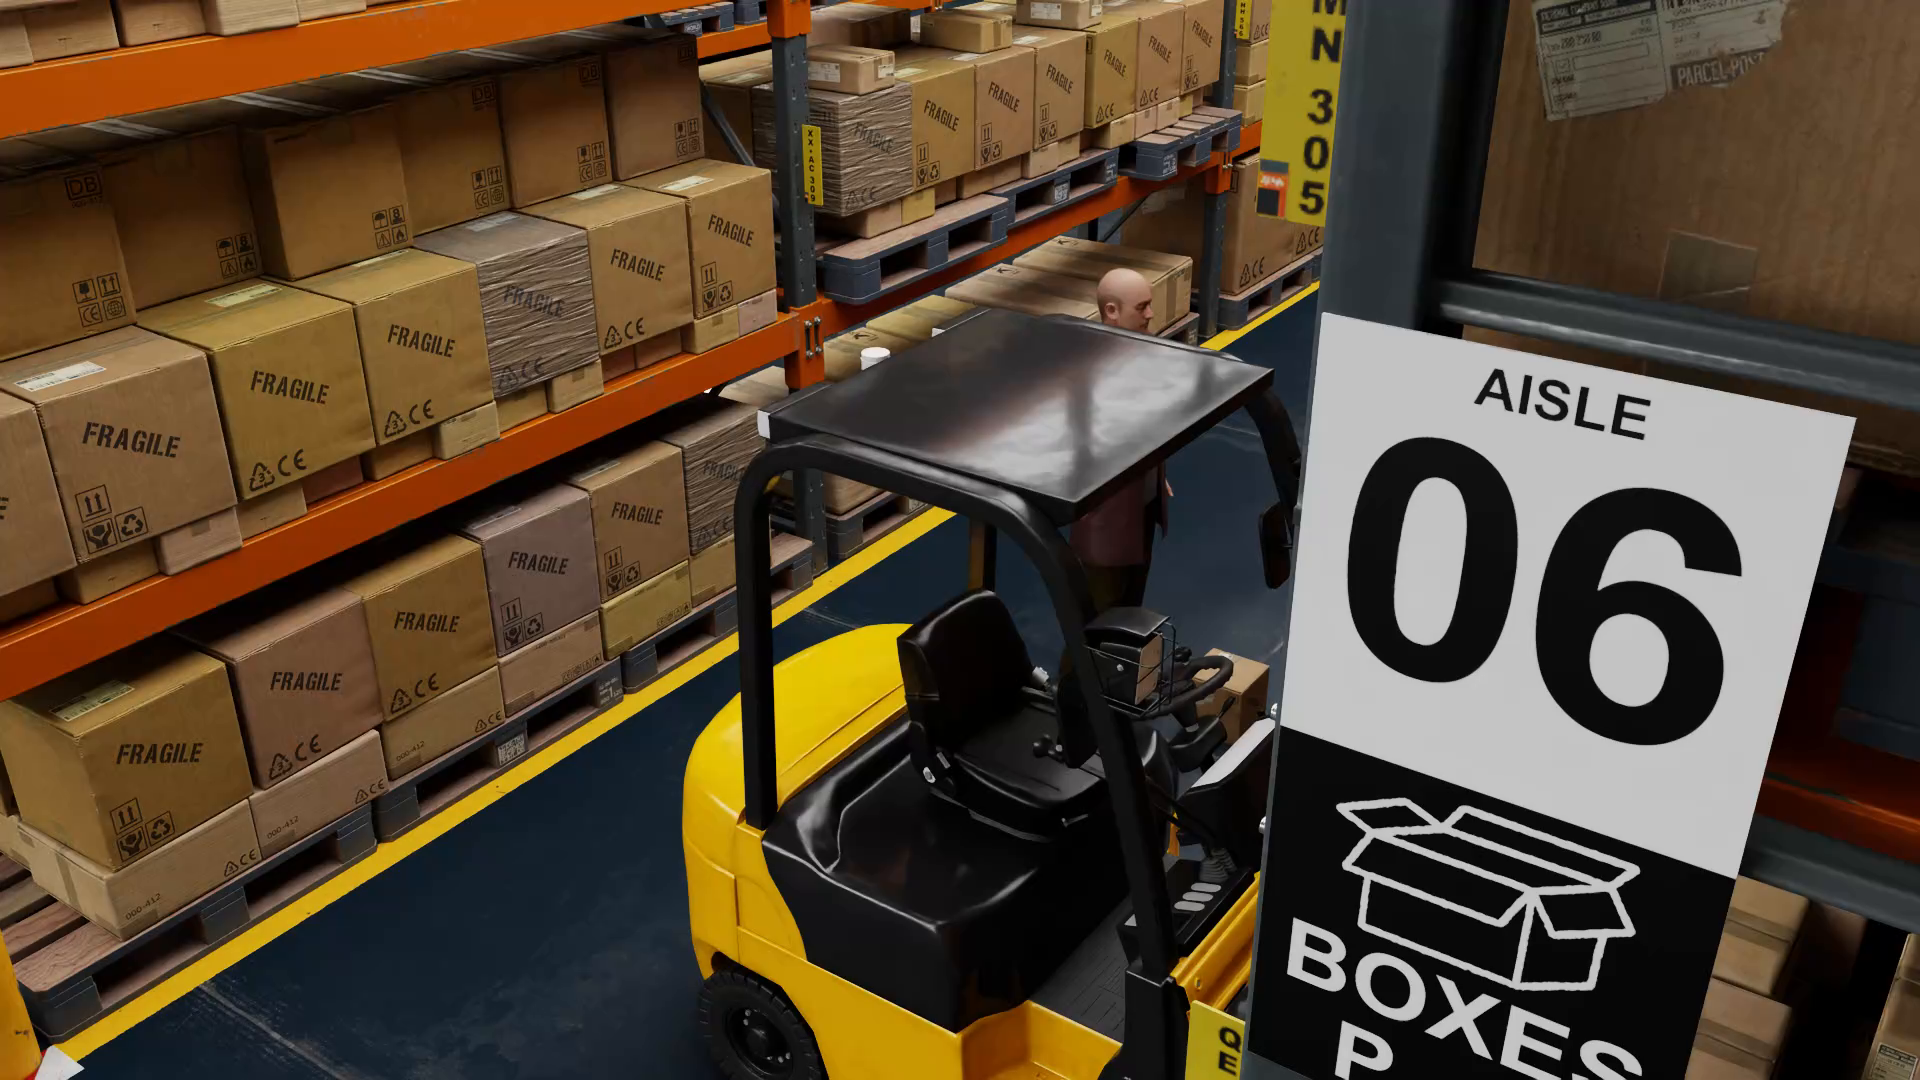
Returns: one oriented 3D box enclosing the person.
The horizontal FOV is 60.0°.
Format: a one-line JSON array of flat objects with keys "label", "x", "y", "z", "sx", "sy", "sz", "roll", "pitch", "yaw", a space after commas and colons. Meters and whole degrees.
[{"label": "person", "x": 0.636, "y": -0.192, "z": 6.522, "sx": 0.402, "sy": 1.780, "sz": 0.562, "roll": 18, "pitch": 32, "yaw": 32}]
